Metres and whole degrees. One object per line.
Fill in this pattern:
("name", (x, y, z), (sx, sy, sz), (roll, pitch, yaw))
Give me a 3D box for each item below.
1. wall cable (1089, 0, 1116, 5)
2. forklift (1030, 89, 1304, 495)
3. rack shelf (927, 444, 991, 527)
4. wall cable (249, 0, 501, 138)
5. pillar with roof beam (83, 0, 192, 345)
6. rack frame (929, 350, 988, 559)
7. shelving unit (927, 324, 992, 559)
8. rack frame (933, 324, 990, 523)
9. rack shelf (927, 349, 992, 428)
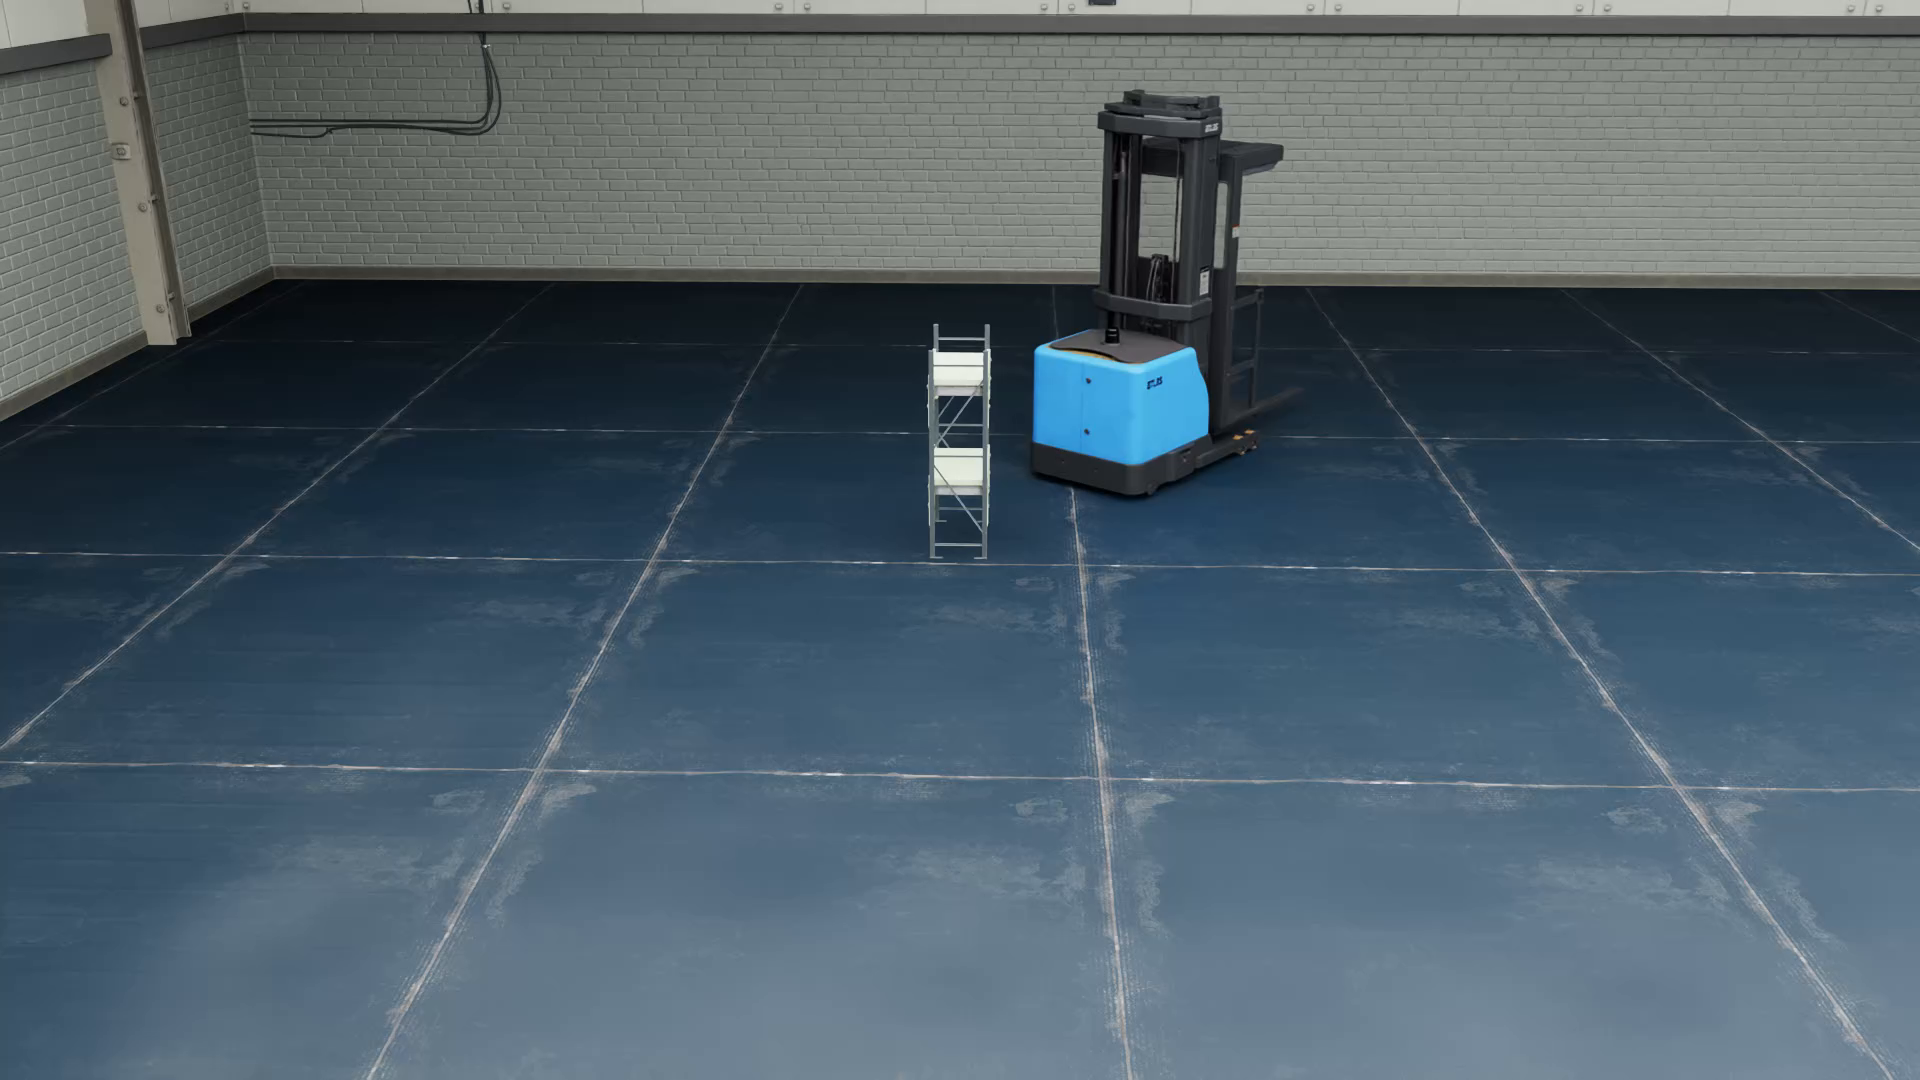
("wall cable", (2.605, -8.817, 17.612), (2.305, 6.003, 0.169), (1, 21, 2))
("forklift", (1.881, -2.172, 13.574), (1.130, 2.935, 3.031), (16, 27, 36))
("rack shelf", (0.000, -0.398, 11.882), (0.431, 0.370, 0.720), (1, 21, 2))
("wall cable", (-6.883, -5.894, 19.073), (3.097, 2.526, 0.112), (1, 21, 2))
("pillar with roof beam", (-3.992, -6.244, 15.681), (9.100, 9.000, 0.400), (1, 21, 2))
("rack frame", (-0.011, -0.569, 11.423), (0.400, 1.500, 0.023), (1, 21, 2))
("shelving unit", (0.000, -0.702, 11.764), (0.431, 1.500, 0.755), (1, 21, 2))
("rack frame", (0.011, -0.834, 12.105), (0.400, 1.500, 0.023), (1, 21, 2))
("rack shelf", (0.000, -1.065, 11.623), (0.431, 0.370, 0.720), (1, 21, 2))
